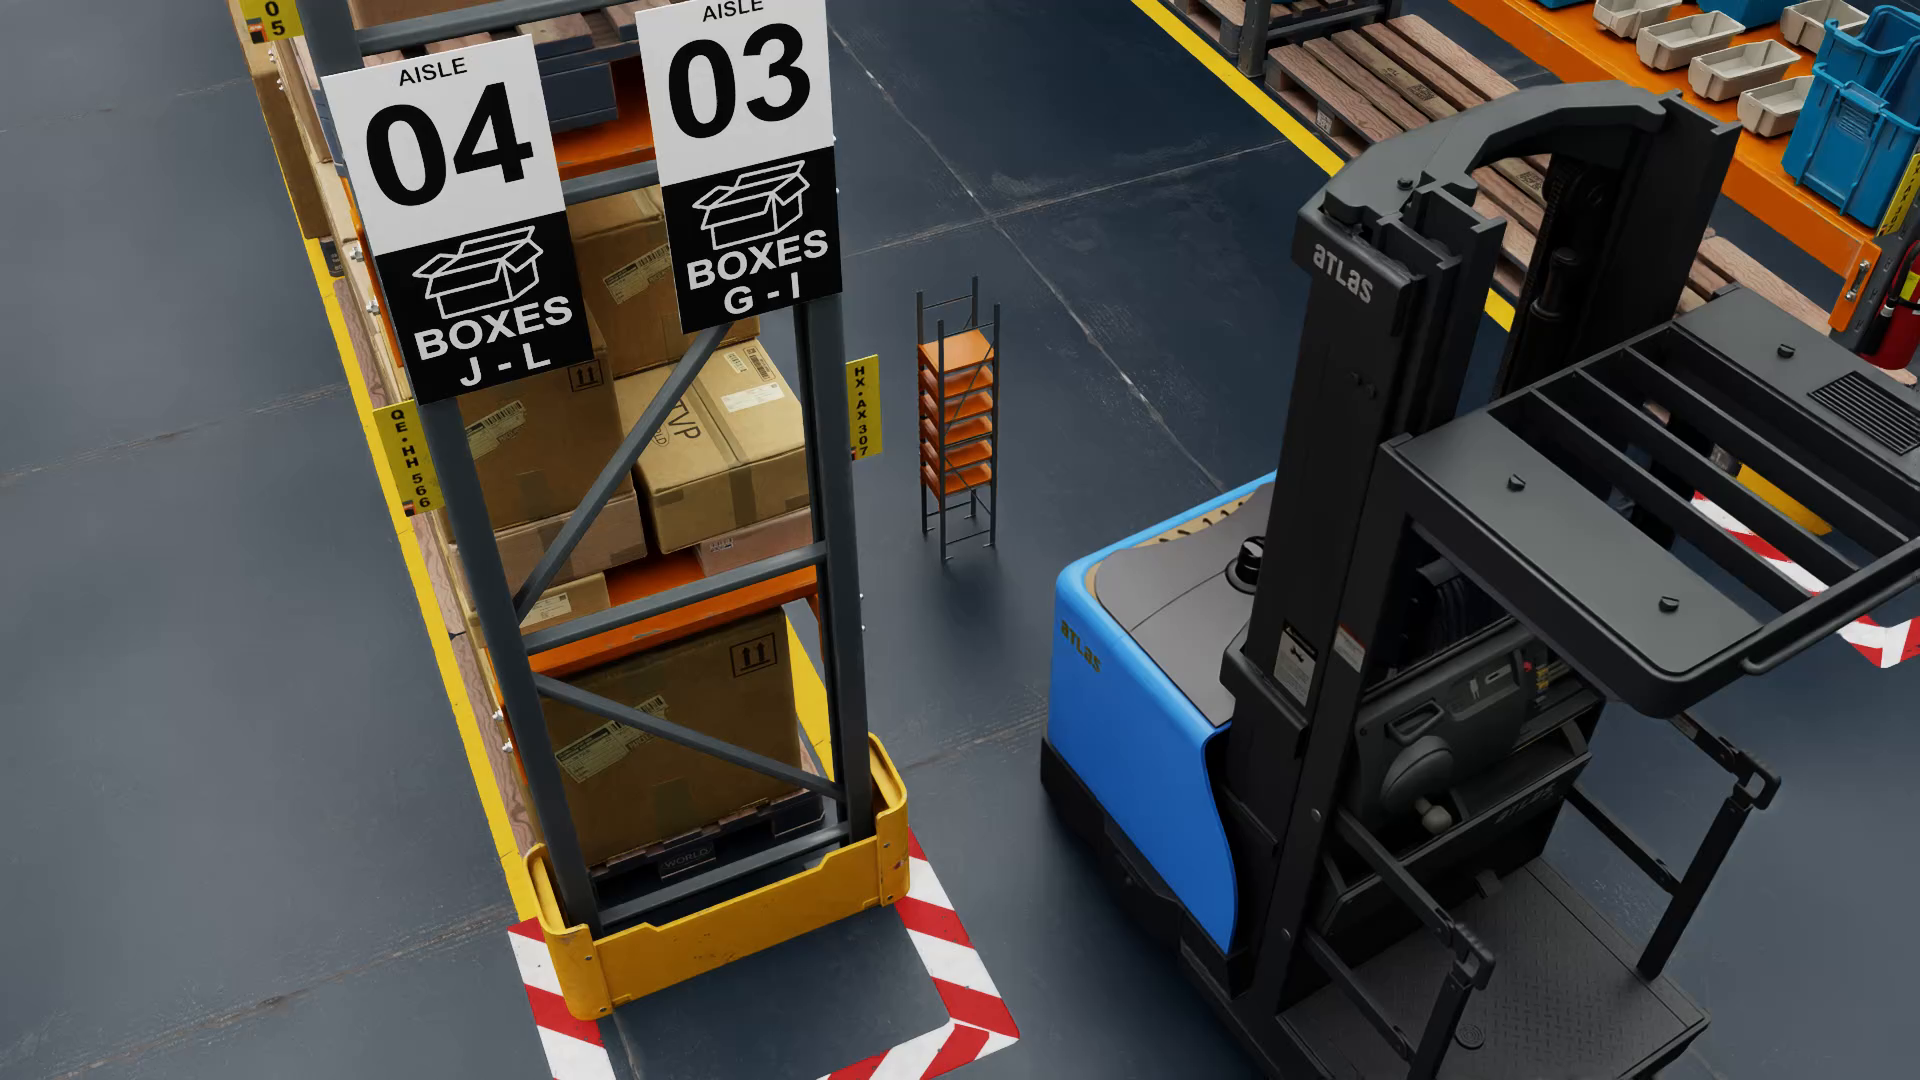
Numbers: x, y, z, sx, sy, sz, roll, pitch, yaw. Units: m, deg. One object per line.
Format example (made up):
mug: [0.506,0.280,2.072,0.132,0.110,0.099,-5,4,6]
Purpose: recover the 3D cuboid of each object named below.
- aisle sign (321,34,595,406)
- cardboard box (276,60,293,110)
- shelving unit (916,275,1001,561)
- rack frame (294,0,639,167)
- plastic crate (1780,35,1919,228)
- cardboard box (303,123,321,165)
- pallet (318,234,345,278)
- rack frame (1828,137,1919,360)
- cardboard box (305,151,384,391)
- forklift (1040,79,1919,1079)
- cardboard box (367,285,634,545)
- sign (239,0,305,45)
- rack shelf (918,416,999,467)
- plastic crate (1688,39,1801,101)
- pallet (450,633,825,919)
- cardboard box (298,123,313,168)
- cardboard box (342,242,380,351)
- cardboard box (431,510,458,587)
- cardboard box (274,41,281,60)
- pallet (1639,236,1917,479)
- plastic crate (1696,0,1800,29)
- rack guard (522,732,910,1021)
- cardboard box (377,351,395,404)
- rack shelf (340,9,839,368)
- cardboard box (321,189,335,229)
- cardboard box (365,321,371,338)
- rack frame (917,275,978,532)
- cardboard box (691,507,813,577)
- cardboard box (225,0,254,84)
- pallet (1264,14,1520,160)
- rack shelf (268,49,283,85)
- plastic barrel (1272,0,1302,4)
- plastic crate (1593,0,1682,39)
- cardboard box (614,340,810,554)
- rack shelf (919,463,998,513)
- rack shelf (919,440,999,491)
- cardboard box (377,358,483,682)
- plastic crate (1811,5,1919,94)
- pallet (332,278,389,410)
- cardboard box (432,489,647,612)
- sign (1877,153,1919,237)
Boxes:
aisle sign: [-1.000,-0.630,3.402,0.394,0.787,0.004,-18,47,-17]
cardboard box: [-2.507,-1.845,6.663,0.380,0.149,0.250,-20,48,-19]
shelving unit: [-0.006,-0.436,6.338,0.258,1.200,0.189,-18,47,-17]
rack frame: [-0.758,-1.975,2.344,1.000,3.000,0.127,-18,47,-17]
plastic crate: [3.426,-1.494,6.061,0.616,0.435,0.499,-18,47,-17]
cardboard box: [-2.052,-1.417,5.946,0.500,0.250,0.500,-17,47,-16]
pallet: [-2.833,-1.865,8.490,1.003,0.211,1.213,-18,47,-17]
rack frame: [3.736,-1.302,5.934,1.000,3.000,0.127,-18,47,-17]
cardboard box: [-2.235,-1.337,7.183,0.875,0.875,0.875,-18,47,-17]
forklift: [1.480,0.518,4.138,1.130,2.935,3.031,-23,49,-22]
cardboard box: [-1.201,-0.392,4.372,0.500,0.500,0.500,-17,47,-17]
sign: [-1.256,-1.043,2.961,0.100,0.325,0.005,-18,47,-17]
rack shelf: [-0.006,-0.405,6.369,0.258,0.103,0.180,-18,47,-17]
plastic crate: [3.120,-1.885,6.669,0.396,0.136,0.243,-18,47,-17]
pallet: [-1.165,0.667,5.924,1.003,0.211,1.213,-18,47,-17]
cardboard box: [-2.283,-1.510,6.324,0.380,0.149,0.250,-19,48,-18]
cardboard box: [-1.630,-0.770,5.290,0.500,0.250,0.500,-20,48,-19]
cardboard box: [-1.317,-0.045,4.839,0.380,0.149,0.250,-18,47,-17]
cardboard box: [-2.270,-2.011,6.013,0.500,0.500,0.500,-18,47,-17]
pallet: [3.424,-0.846,7.458,1.003,0.211,1.213,-18,47,-17]
plastic crate: [3.377,-2.357,7.080,0.416,0.233,0.300,-18,47,-17]
rack guard: [-0.748,1.066,5.314,1.175,0.500,0.348,-18,47,-17]
cardboard box: [-1.637,-0.530,5.330,0.380,0.149,0.250,-19,48,-18]
rack shelf: [-1.599,-1.925,4.942,1.077,0.370,4.000,-18,47,-17]
cardboard box: [-2.072,-1.186,5.996,0.380,0.149,0.250,-18,47,-17]
cardboard box: [-1.849,-0.854,5.658,0.380,0.149,0.250,-17,47,-17]
rack frame: [-0.045,-0.495,6.397,0.240,1.200,0.006,-18,47,-17]
cardboard box: [-0.608,-0.074,4.868,0.380,0.149,0.250,-18,47,-17]
cardboard box: [-3.104,-2.753,8.618,1.225,0.875,0.875,-20,48,-19]
pallet: [2.398,-2.401,9.033,1.003,0.211,1.213,-18,47,-17]
rack shelf: [-3.281,-3.407,8.579,1.077,0.370,4.000,-18,47,-17]
plastic barrel: [1.841,-3.605,9.463,0.600,0.901,0.708,-18,47,-17]
plastic crate: [2.839,-2.238,7.028,0.298,0.136,0.250,-18,47,-17]
cardboard box: [-0.715,-0.277,4.790,0.500,0.250,0.500,-19,48,-18]
rack shelf: [-0.006,-0.234,6.538,0.258,0.103,0.180,-18,47,-17]
rack shelf: [-0.006,-0.319,6.453,0.258,0.103,0.180,-18,47,-17]
cardboard box: [-1.482,-0.197,6.027,0.875,0.875,0.875,-18,47,-17]
plastic crate: [3.654,-1.938,6.655,0.416,0.233,0.300,-18,47,-17]
pallet: [-2.191,-0.888,7.500,1.003,0.211,1.213,-18,47,-17]
cardboard box: [-1.203,-0.122,4.633,0.500,0.250,0.500,-19,48,-18]
sign: [3.244,-1.187,5.701,0.100,0.325,0.005,-18,47,-17]
